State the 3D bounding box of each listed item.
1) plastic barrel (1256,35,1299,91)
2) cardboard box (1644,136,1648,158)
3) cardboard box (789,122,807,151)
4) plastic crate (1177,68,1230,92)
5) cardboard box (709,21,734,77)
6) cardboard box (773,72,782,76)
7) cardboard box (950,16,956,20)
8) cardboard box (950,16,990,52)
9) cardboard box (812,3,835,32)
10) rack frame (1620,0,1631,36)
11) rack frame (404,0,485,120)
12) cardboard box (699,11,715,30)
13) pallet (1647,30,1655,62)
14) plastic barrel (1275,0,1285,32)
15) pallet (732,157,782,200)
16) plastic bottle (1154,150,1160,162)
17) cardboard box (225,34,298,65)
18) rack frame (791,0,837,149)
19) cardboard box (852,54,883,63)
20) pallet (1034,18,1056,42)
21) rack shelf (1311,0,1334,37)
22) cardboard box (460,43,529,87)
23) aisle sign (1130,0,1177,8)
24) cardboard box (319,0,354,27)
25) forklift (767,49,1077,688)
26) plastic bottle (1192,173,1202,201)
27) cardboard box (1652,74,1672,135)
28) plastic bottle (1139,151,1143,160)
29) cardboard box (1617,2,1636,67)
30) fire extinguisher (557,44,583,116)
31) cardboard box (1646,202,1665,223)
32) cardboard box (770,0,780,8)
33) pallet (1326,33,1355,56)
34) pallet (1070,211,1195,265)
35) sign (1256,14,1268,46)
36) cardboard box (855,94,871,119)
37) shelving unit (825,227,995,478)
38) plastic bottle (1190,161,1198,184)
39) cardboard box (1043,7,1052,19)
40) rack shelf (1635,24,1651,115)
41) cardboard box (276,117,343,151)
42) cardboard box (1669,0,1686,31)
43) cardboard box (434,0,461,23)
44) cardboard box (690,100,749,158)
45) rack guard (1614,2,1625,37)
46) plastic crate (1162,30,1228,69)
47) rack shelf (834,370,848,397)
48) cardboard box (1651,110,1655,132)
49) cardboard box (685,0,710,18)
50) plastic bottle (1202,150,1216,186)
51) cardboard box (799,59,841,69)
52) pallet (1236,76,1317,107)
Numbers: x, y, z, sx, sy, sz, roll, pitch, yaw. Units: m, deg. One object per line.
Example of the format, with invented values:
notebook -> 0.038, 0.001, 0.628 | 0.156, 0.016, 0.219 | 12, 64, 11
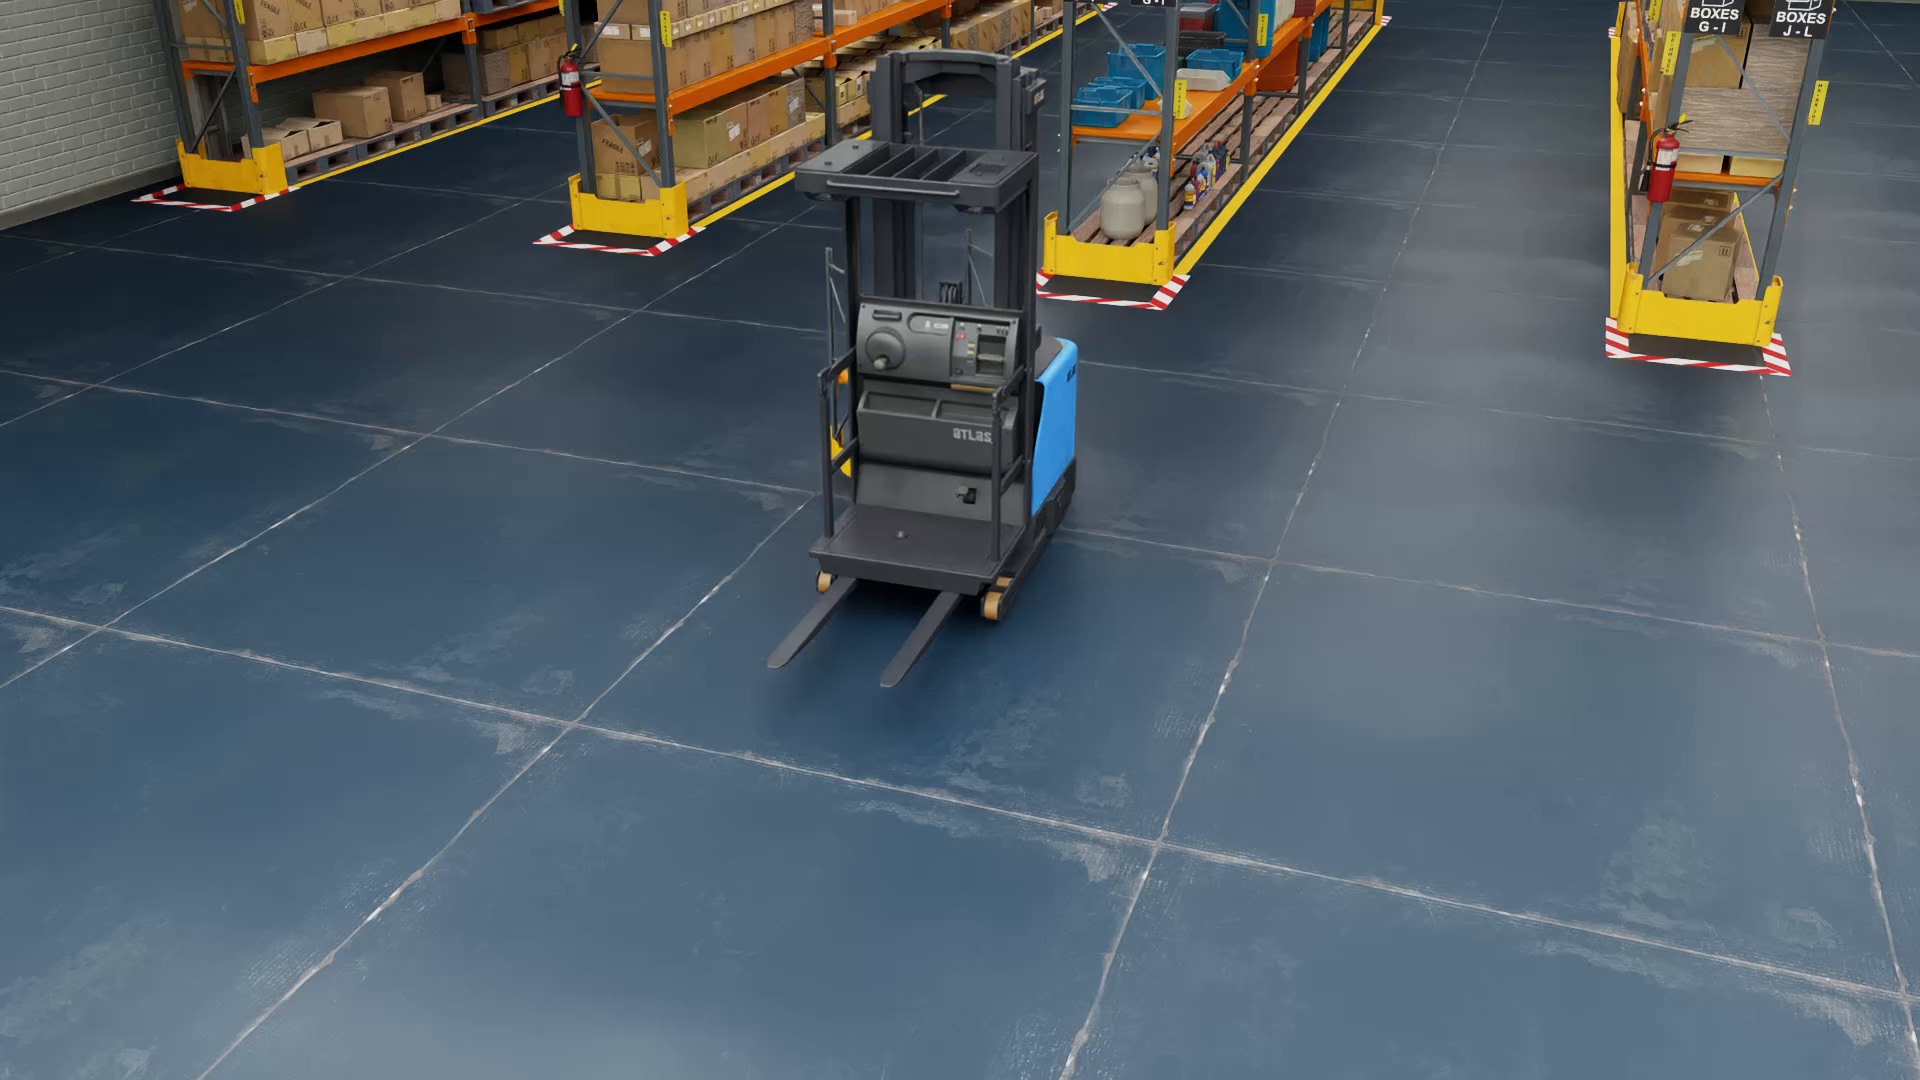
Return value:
plastic barrel -> 4.185, -6.458, 22.154 | 0.600, 0.830, 0.708 | 9, 27, 17
cardboard box -> 7.965, -4.426, 18.312 | 0.700, 0.500, 0.500 | 6, 27, 13
cardboard box -> -2.086, -4.643, 19.072 | 0.500, 0.250, 0.500 | 9, 27, 17
plastic crate -> 2.406, -4.576, 16.561 | 0.530, 0.136, 0.437 | 9, 27, 17
cardboard box -> -2.785, -5.129, 17.287 | 0.700, 0.500, 0.500 | 9, 27, 18
cardboard box -> -2.412, -5.262, 19.489 | 0.500, 0.500, 0.500 | 9, 27, 17
cardboard box -> -0.369, -7.466, 24.592 | 0.500, 0.500, 0.500 | 8, 27, 16
cardboard box -> 0.130, -7.402, 24.459 | 0.500, 0.500, 0.500 | 8, 27, 17
cardboard box -> -1.840, -6.259, 19.908 | 0.500, 0.250, 0.500 | 11, 28, 21
rack frame -> 11.371, -9.612, 26.659 | 1.000, 3.000, 0.127 | 9, 27, 17
rack frame -> -6.635, -6.835, 20.925 | 1.000, 3.000, 0.127 | 9, 27, 17
cardboard box -> -2.704, -5.256, 16.804 | 0.380, 0.149, 0.250 | 8, 27, 17
pallet -> 8.089, -5.418, 18.219 | 1.003, 0.211, 1.213 | 9, 27, 17
plastic barrel -> 3.621, -6.300, 19.664 | 0.433, 0.535, 0.433 | 0, 26, 0
pallet -> -2.671, -4.039, 18.351 | 1.003, 0.211, 1.213 | 9, 27, 17
plastic bottle -> 2.113, -4.020, 17.736 | 0.097, 0.271, 0.097 | 0, 26, 0
cardboard box -> -7.504, -5.287, 17.877 | 0.500, 0.250, 0.500 | 8, 27, 16
rack frame -> -1.962, -6.118, 19.444 | 1.000, 3.000, 0.127 | 9, 27, 17
cardboard box -> -1.079, -6.088, 21.411 | 0.500, 0.311, 0.500 | 10, 27, 19
pallet -> 0.929, -8.433, 27.425 | 1.003, 0.211, 1.213 | 9, 27, 17
rack shelf -> 4.704, -7.540, 23.207 | 1.077, 0.370, 4.000 | 9, 27, 17
cardboard box -> -6.281, -6.433, 22.457 | 0.700, 0.500, 0.500 | 8, 27, 16
aisle sign -> 1.629, -4.853, 13.847 | 0.394, 0.787, 0.004 | 9, 27, 17
cardboard box -> -7.172, -6.036, 18.563 | 0.500, 0.500, 0.500 | 8, 27, 16
forklift -> -0.193, -1.061, 9.077 | 1.130, 2.935, 3.031 | 8, 27, 16
plastic bottle -> 2.388, -3.565, 16.798 | 0.097, 0.271, 0.097 | 0, 26, 0
cardboard box -> 6.309, -3.660, 13.911 | 0.875, 0.500, 0.500 | 9, 27, 17
plastic bottle -> 1.891, -3.963, 17.605 | 0.061, 0.283, 0.133 | 10, 28, 20
cardboard box -> 9.846, -6.935, 23.087 | 1.225, 0.875, 0.875 | 9, 27, 18
fire extinguisher -> -3.771, -4.458, 16.105 | 0.296, 0.674, 0.183 | 9, 27, 17
cardboard box -> 7.024, -3.349, 16.111 | 0.500, 0.500, 0.500 | 19, 32, 34
cardboard box -> -2.191, -5.895, 18.123 | 0.380, 0.149, 0.250 | 9, 27, 17
pallet -> 5.578, -7.739, 25.991 | 1.003, 0.211, 1.213 | 9, 27, 17
pallet -> 1.633, -2.871, 15.937 | 1.003, 0.211, 1.213 | 9, 27, 17
sign -> 3.223, -5.439, 17.723 | 0.100, 0.325, 0.005 | 9, 27, 17
cardboard box -> -1.423, -5.409, 20.654 | 0.500, 0.250, 0.500 | 9, 27, 19
shelving unit -> -0.280, -1.217, 11.042 | 1.083, 1.500, 0.587 | -13, 29, -25
plastic bottle -> 2.435, -3.805, 17.278 | 0.061, 0.283, 0.133 | 9, 27, 17
cardboard box -> 1.322, -8.827, 27.785 | 0.380, 0.166, 0.250 | 9, 27, 17
rack shelf -> 8.044, -5.178, 18.328 | 1.077, 0.370, 4.000 | 9, 27, 17
cardboard box -> -7.461, -4.685, 19.064 | 0.500, 0.311, 0.500 | 11, 28, 22
cardboard box -> 6.327, -4.339, 14.165 | 0.500, 0.500, 0.500 | 9, 27, 17
cardboard box -> -6.507, -6.538, 20.460 | 0.500, 0.250, 0.500 | 9, 27, 18
cardboard box -> -2.586, -4.365, 17.635 | 0.500, 0.500, 0.500 | 9, 27, 17
rack guard -> 11.379, -8.496, 27.224 | 1.175, 0.500, 0.348 | 9, 27, 17
plastic crate -> 2.413, -5.174, 17.565 | 0.767, 0.338, 0.504 | 9, 27, 17
rack shelf -> -0.288, -1.053, 11.116 | 1.000, 0.185, 0.538 | -13, 29, -25
cardboard box -> 6.347, -3.702, 14.742 | 0.380, 0.149, 0.250 | 9, 27, 17
cardboard box -> -2.938, -5.532, 16.630 | 0.700, 0.500, 0.500 | 8, 27, 16
plastic bottle -> 2.594, -3.886, 17.369 | 0.144, 0.351, 0.185 | 9, 27, 17
cardboard box -> -1.762, -5.950, 21.126 | 0.500, 0.311, 0.500 | 9, 27, 17
pallet -> 4.262, -6.117, 22.642 | 1.003, 0.211, 1.213 | 9, 27, 17
